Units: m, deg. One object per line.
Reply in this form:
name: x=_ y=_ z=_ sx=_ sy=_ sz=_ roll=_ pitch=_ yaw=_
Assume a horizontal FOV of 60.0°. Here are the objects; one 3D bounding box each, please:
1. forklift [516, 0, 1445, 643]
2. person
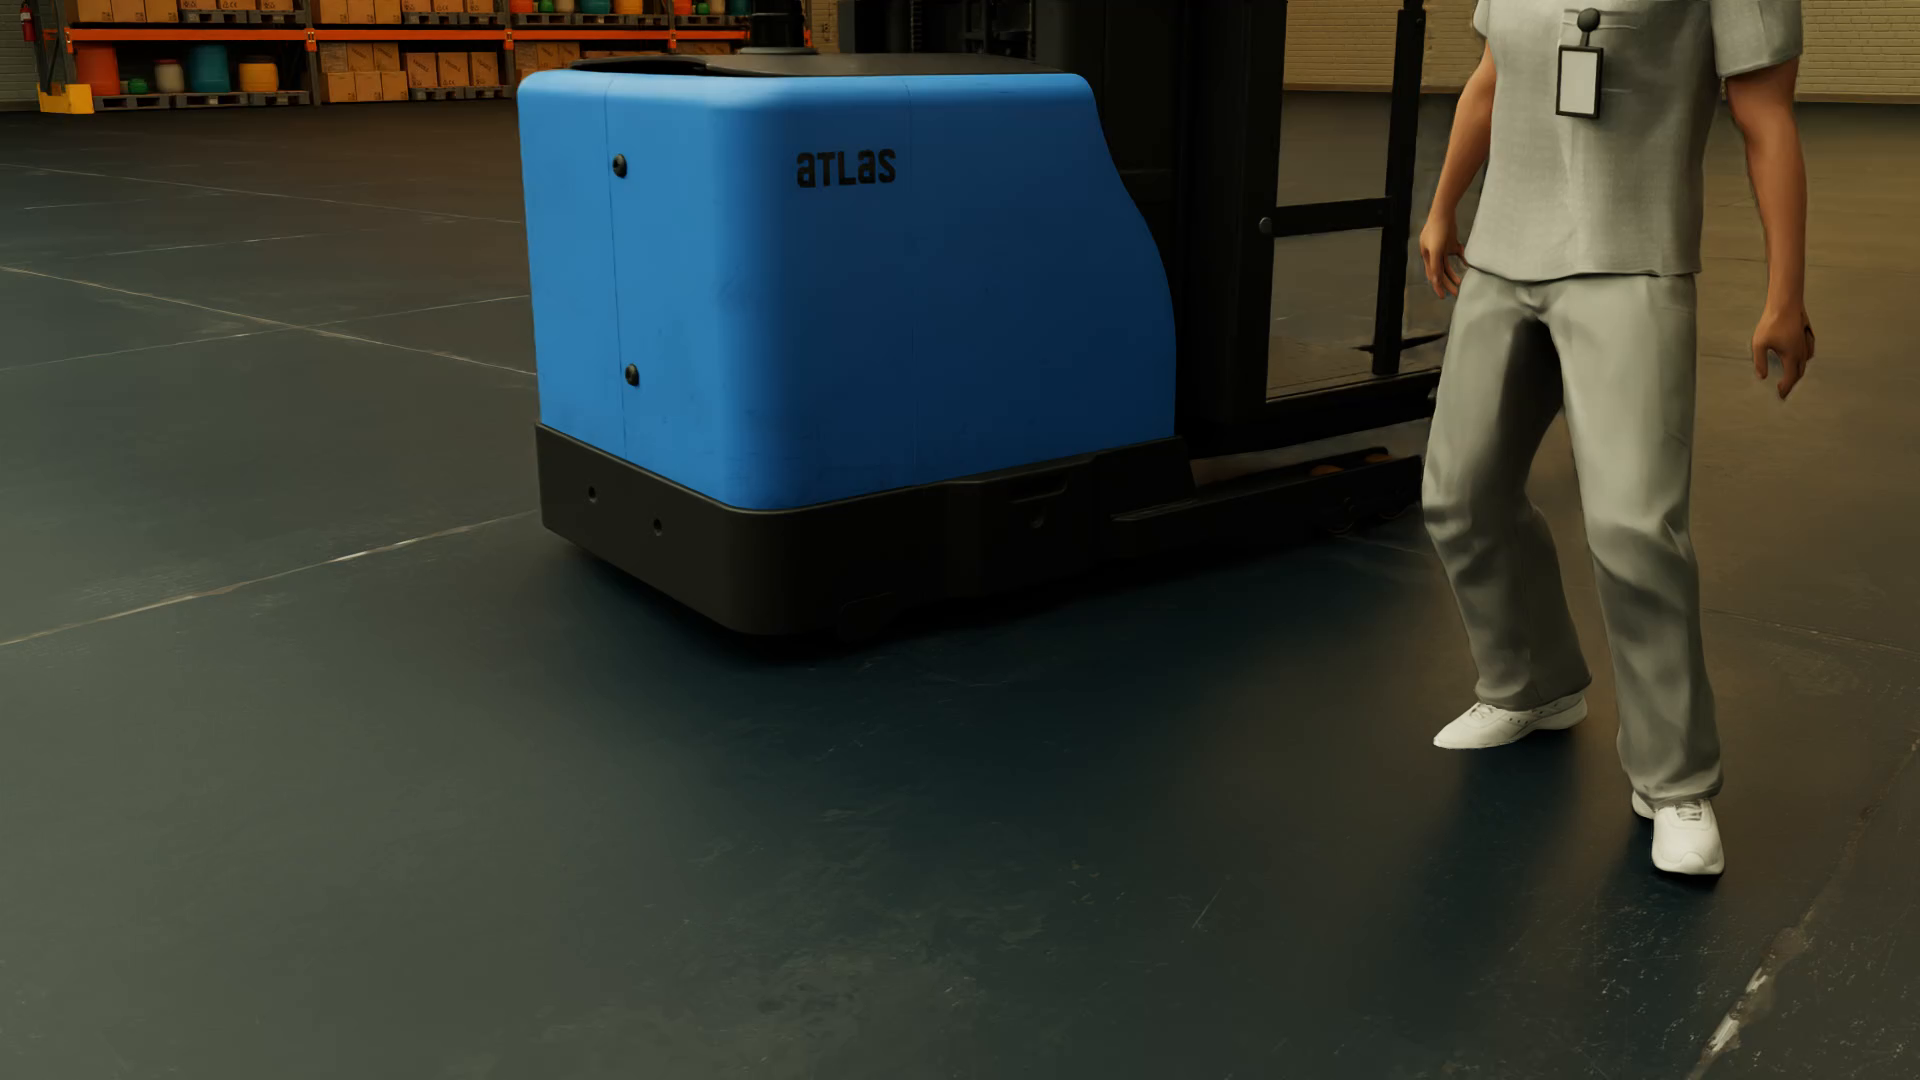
forklift: x=0.520 y=-1.527 z=3.927 sx=3.031 sy=2.935 sz=1.130 roll=-12 pitch=21 yaw=-35
person: x=0.961 y=-0.386 z=2.478 sx=0.423 sy=1.647 sz=0.781 roll=-9 pitch=19 yaw=-28
